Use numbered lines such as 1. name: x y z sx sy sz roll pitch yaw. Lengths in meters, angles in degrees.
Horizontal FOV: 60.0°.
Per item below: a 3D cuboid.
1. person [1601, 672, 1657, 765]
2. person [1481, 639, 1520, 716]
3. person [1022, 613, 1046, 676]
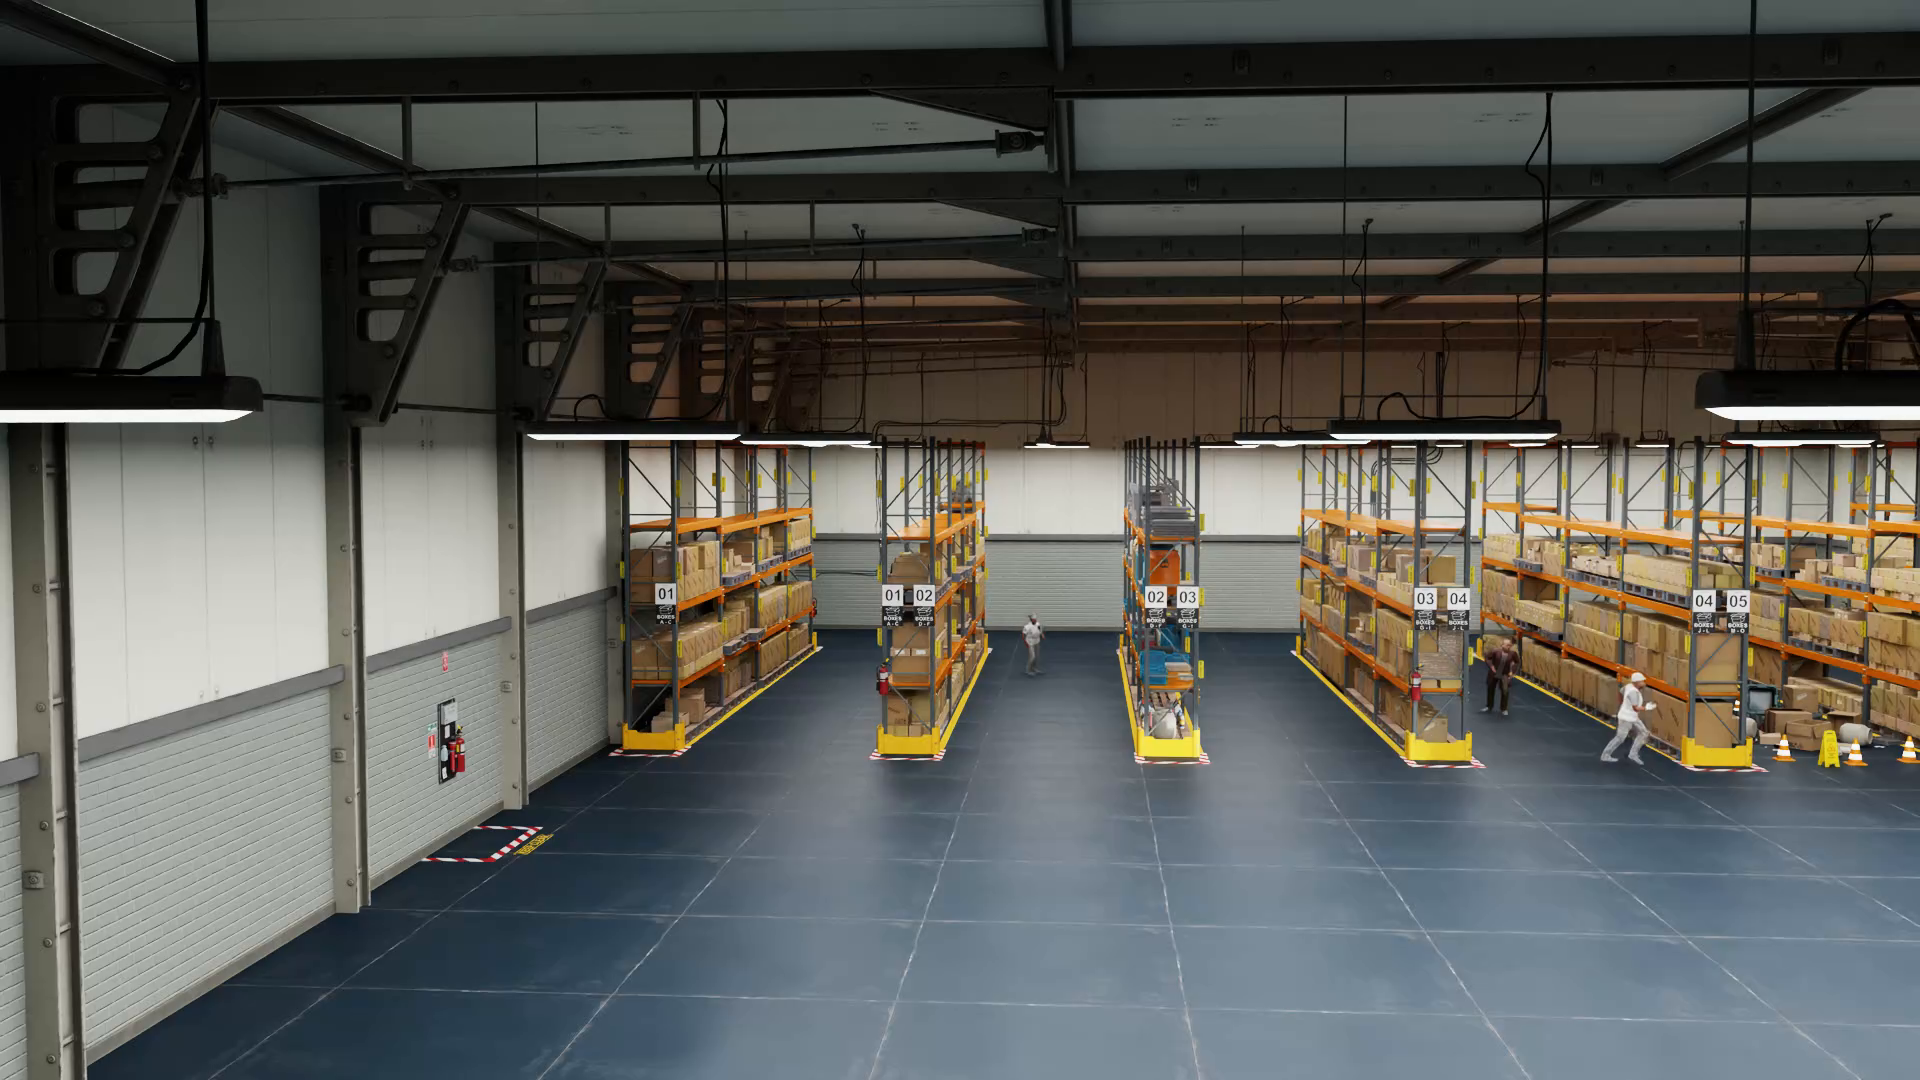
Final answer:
1. person: 12.119 3.240 30.131 0.936 1.717 0.682 2 3 28
2. person: 11.761 2.973 36.190 0.779 1.683 0.818 1 3 20
3. person: 1.904 2.666 42.543 0.642 1.626 0.769 -2 4 -37
